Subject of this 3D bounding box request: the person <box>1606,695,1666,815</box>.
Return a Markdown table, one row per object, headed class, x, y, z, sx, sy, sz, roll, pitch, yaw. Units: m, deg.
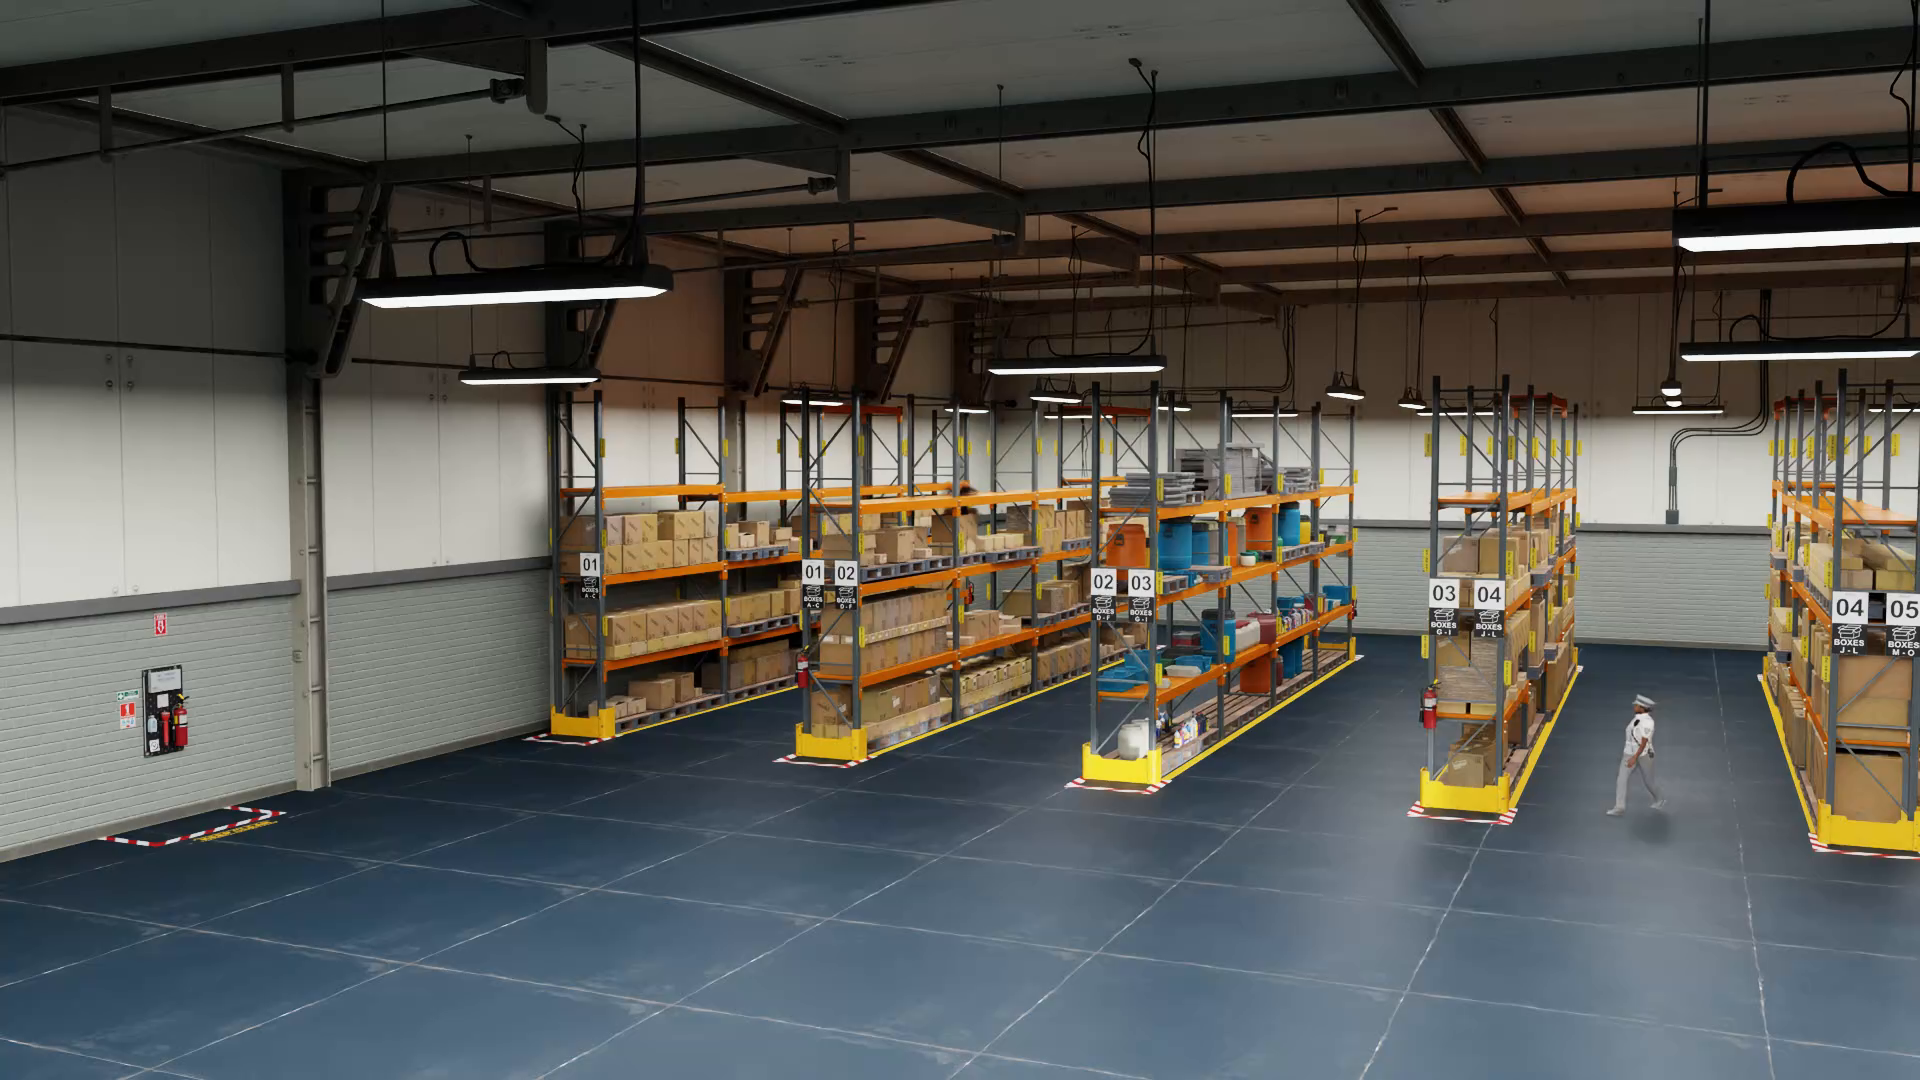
| class | x | y | z | sx | sy | sz | roll | pitch | yaw |
| --- | --- | --- | --- | --- | --- | --- | --- | --- | --- |
| person | 9.240 | 2.919 | 22.602 | 1.011 | 1.639 | 0.427 | -2 | 4 | -38 |
